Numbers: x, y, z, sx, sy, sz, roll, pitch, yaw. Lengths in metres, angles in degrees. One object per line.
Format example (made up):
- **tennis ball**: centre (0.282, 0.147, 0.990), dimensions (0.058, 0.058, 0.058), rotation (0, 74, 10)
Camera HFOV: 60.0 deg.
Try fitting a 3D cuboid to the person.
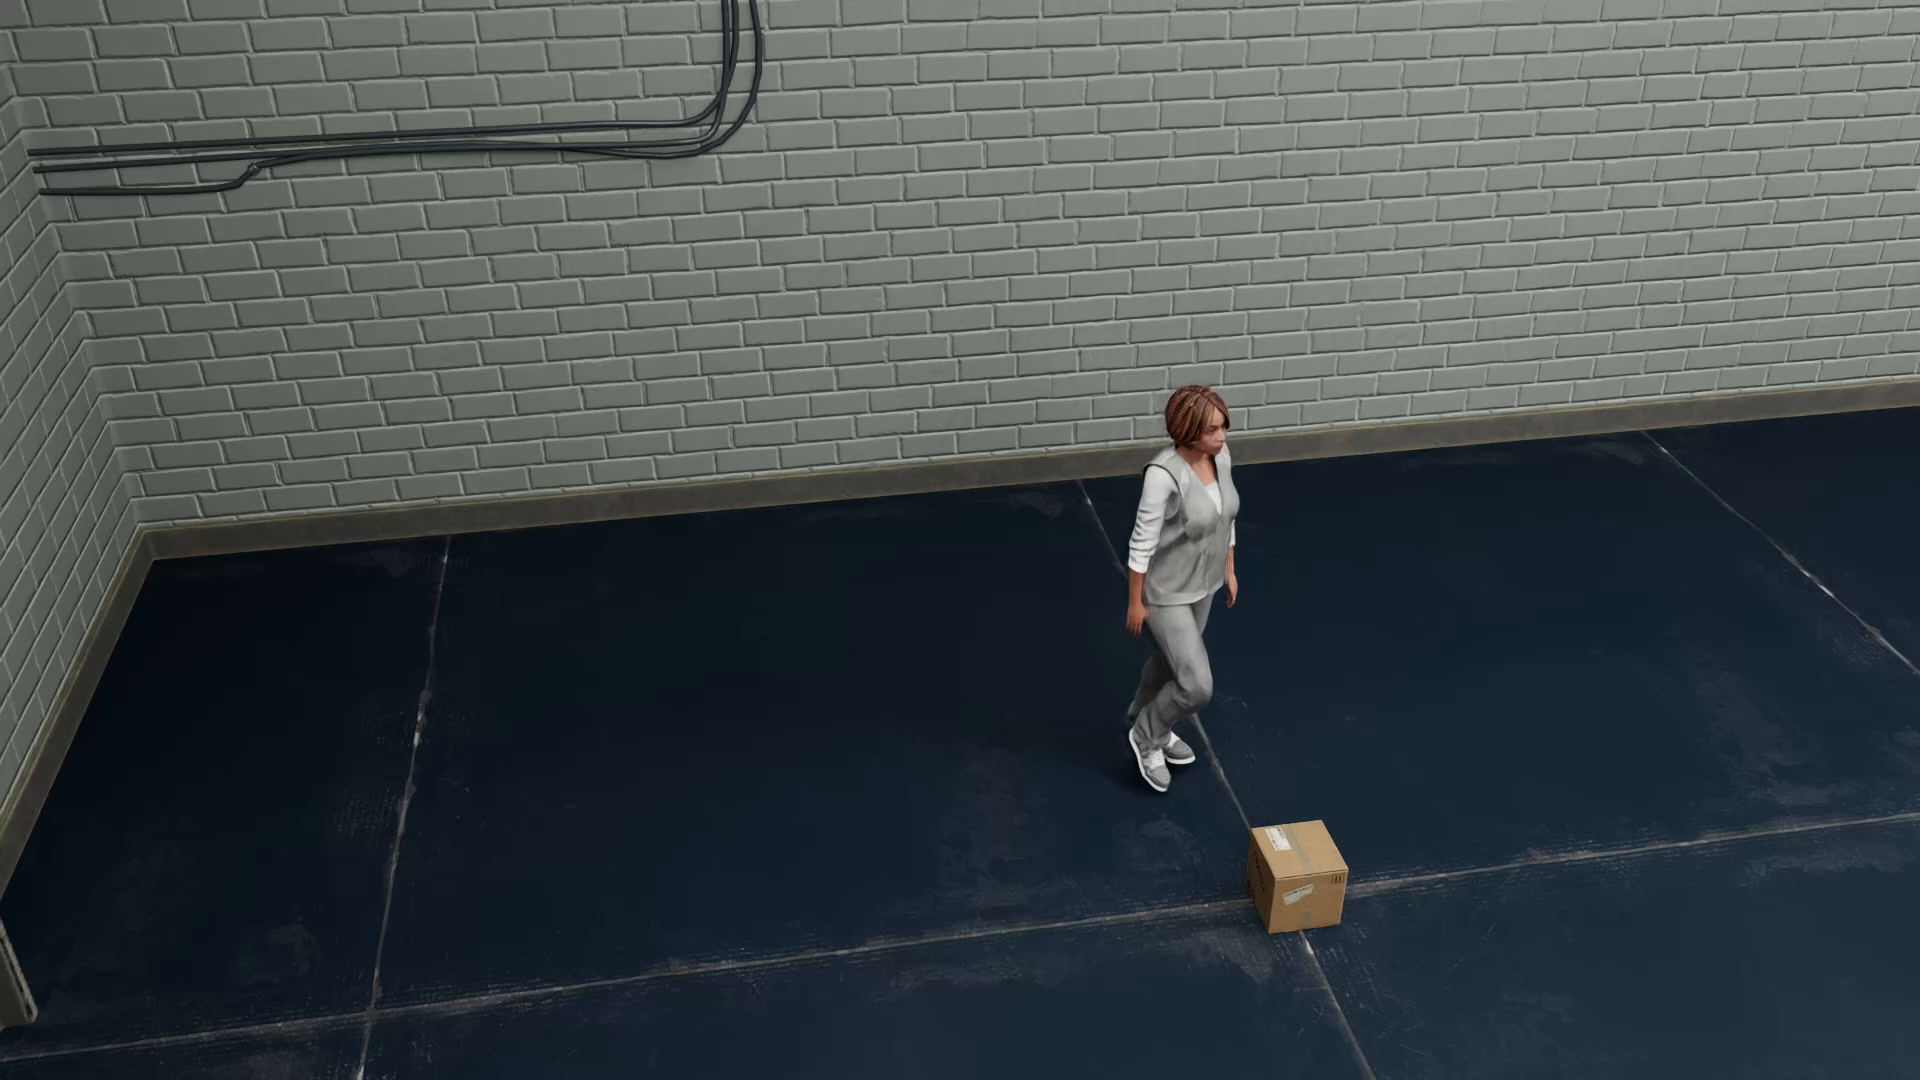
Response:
- **person**: centre (0.780, 0.169, 5.823), dimensions (0.447, 1.590, 0.445), rotation (24, 38, 34)
